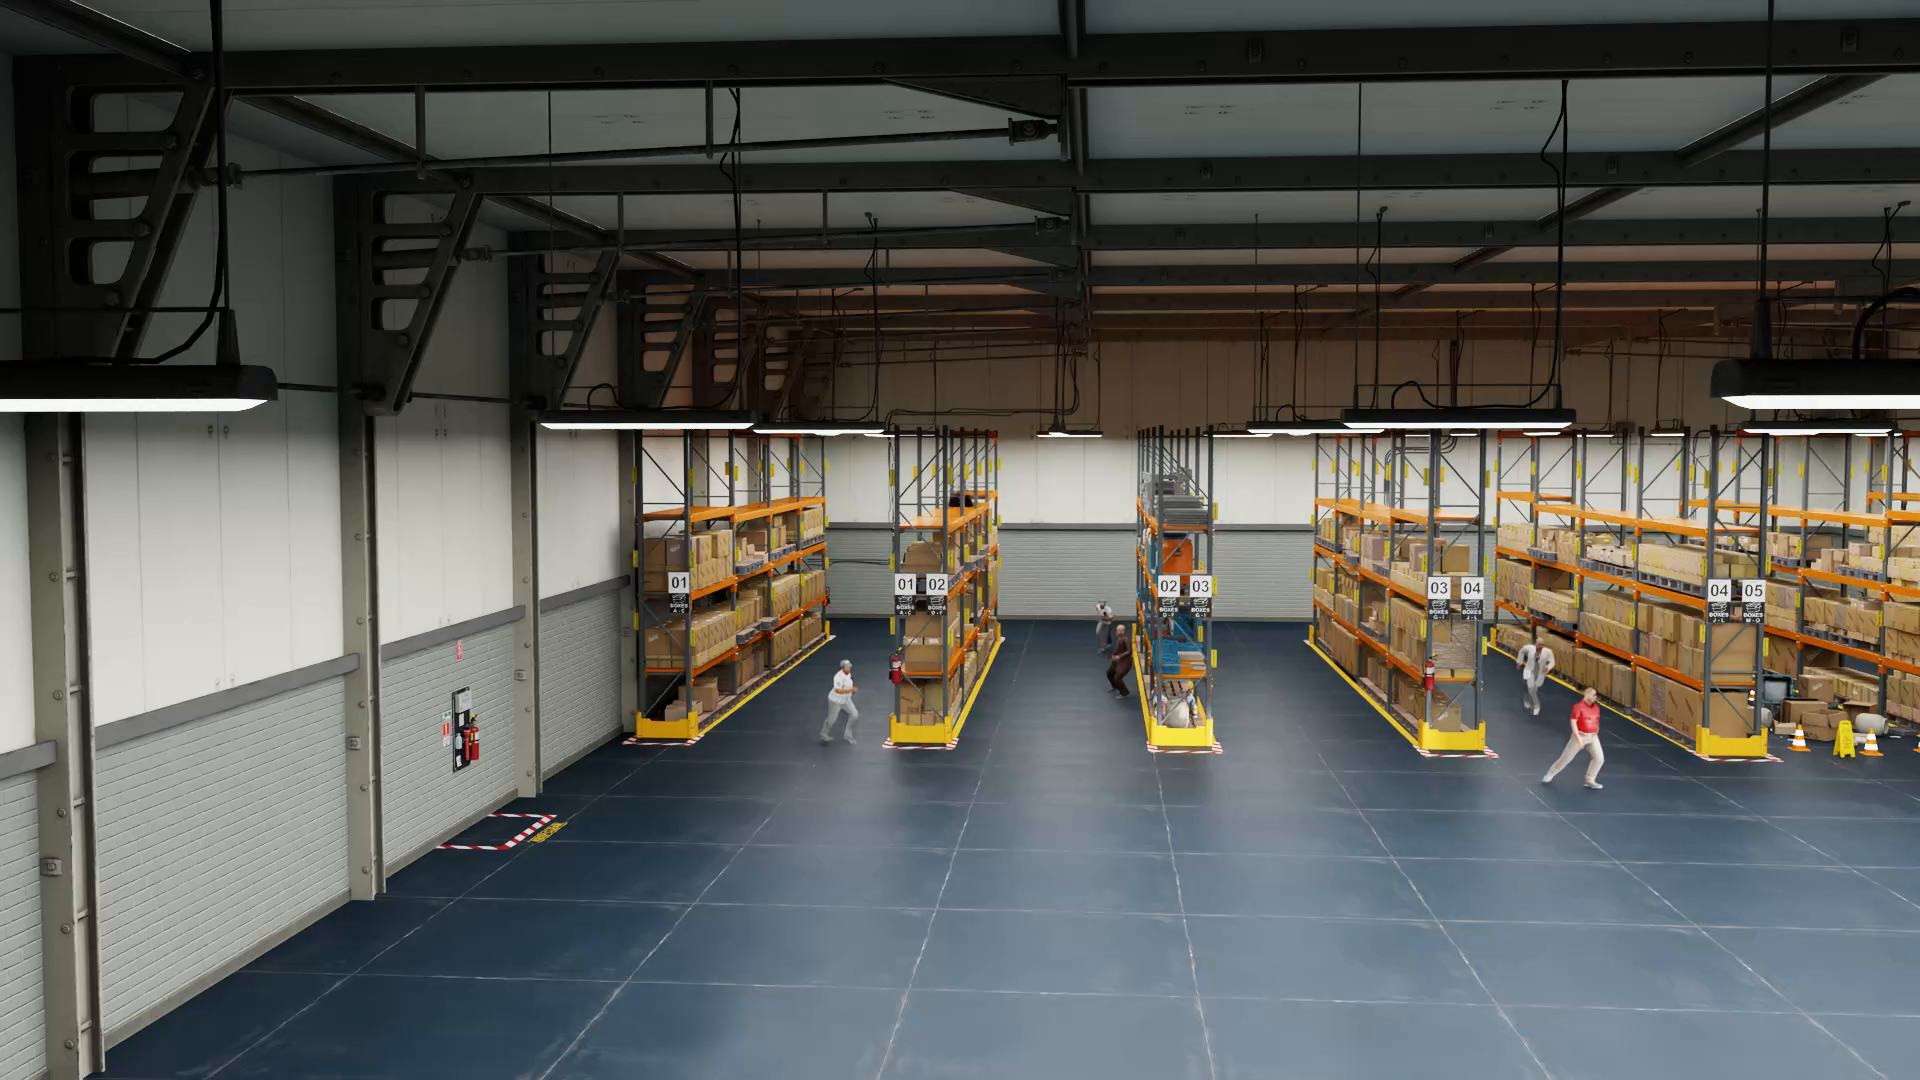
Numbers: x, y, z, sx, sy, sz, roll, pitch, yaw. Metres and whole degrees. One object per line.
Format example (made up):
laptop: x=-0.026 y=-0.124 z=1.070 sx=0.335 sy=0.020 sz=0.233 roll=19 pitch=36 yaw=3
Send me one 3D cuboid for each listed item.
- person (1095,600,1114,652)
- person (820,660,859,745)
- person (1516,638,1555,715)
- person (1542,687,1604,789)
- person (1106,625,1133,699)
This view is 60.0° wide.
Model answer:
person: x=3.972 y=2.304 z=45.166 sx=0.596 sy=1.450 sz=1.064 roll=2 pitch=4 yaw=27
person: x=-2.257 y=3.037 z=31.207 sx=0.926 sy=1.617 sz=0.533 roll=3 pitch=4 yaw=40
person: x=12.032 y=2.840 z=34.803 sx=0.708 sy=1.546 sz=1.149 roll=1 pitch=3 yaw=9
person: x=10.101 y=3.239 z=27.414 sx=0.839 sy=1.658 sz=0.730 roll=-1 pitch=4 yaw=-19
person: x=3.531 y=2.698 z=36.859 sx=0.547 sy=1.684 sz=0.992 roll=-1 pitch=4 yaw=-22
